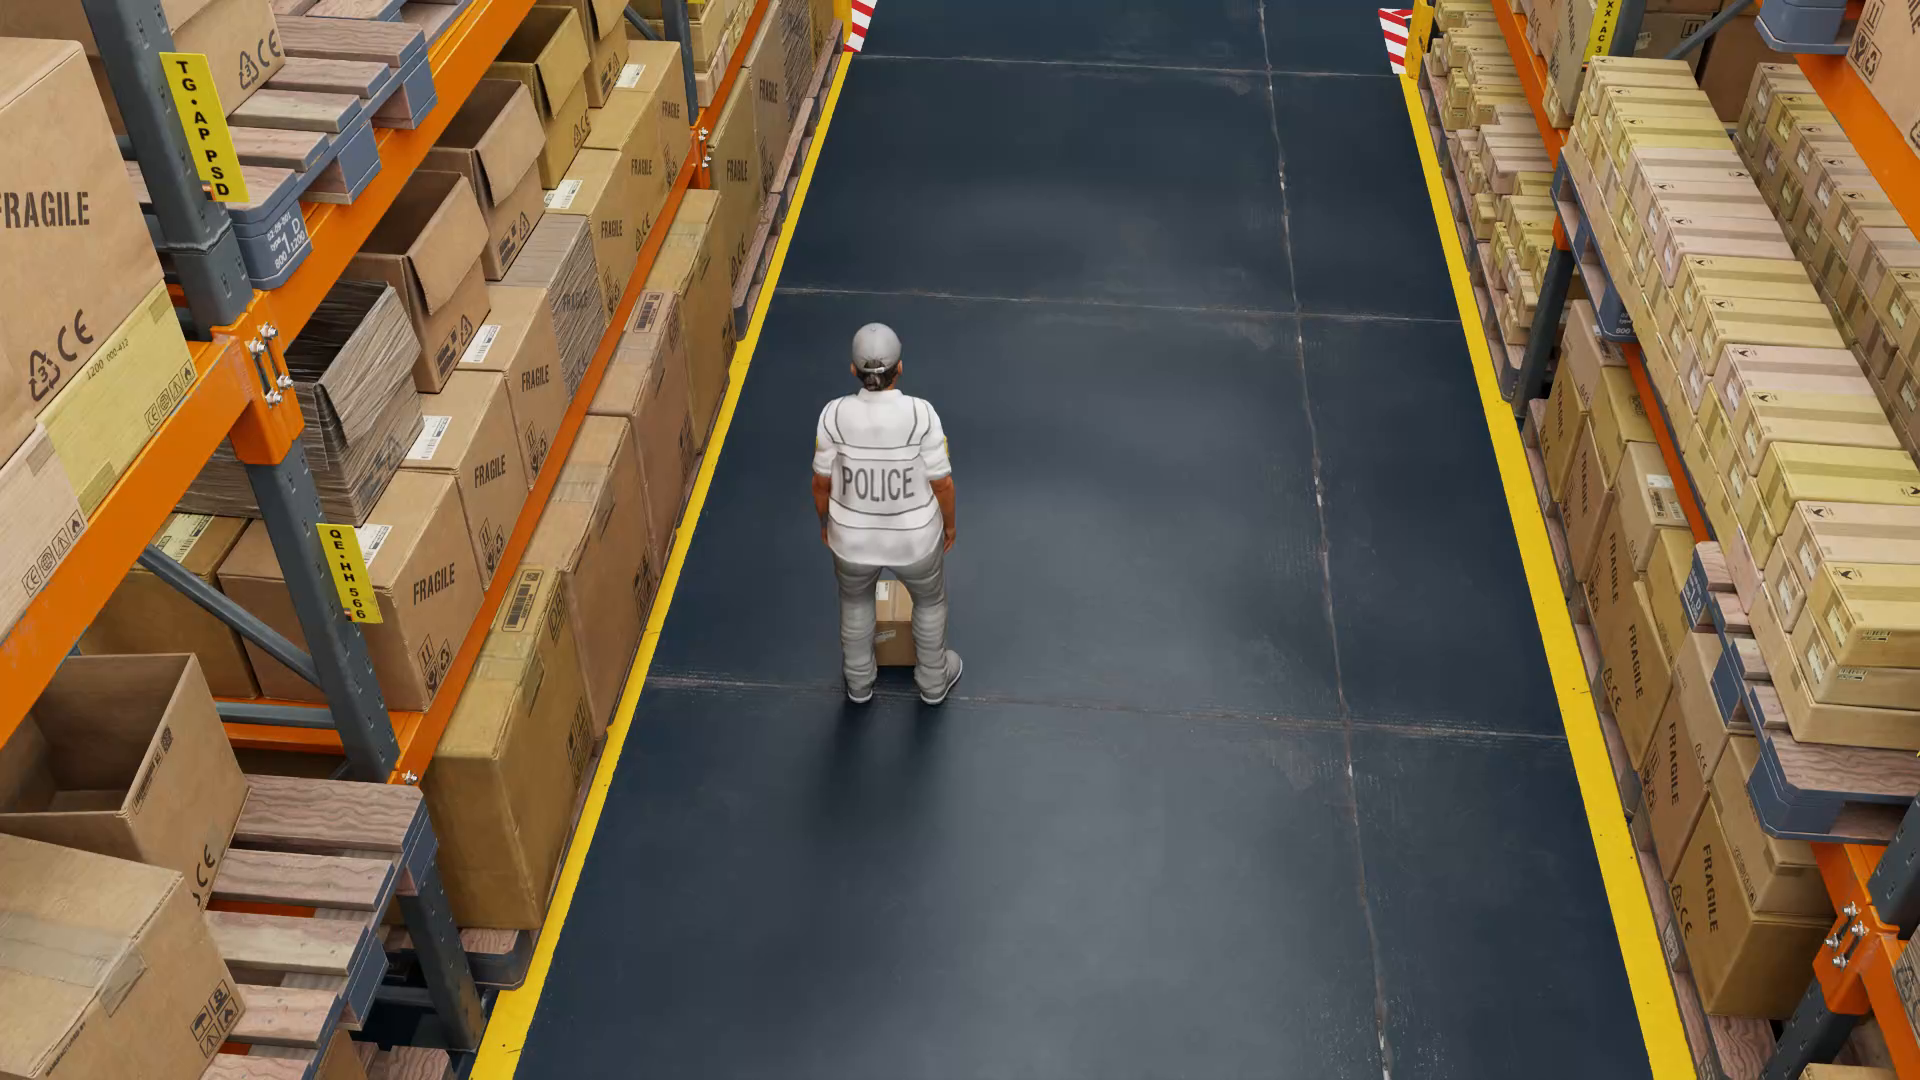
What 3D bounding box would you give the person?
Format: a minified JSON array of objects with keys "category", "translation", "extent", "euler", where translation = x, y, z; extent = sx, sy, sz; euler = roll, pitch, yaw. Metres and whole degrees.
[{"category":"person","translation":[-0.266,-0.053,6.215],"extent":[0.540,1.665,0.467],"euler":[2,40,3]}]
